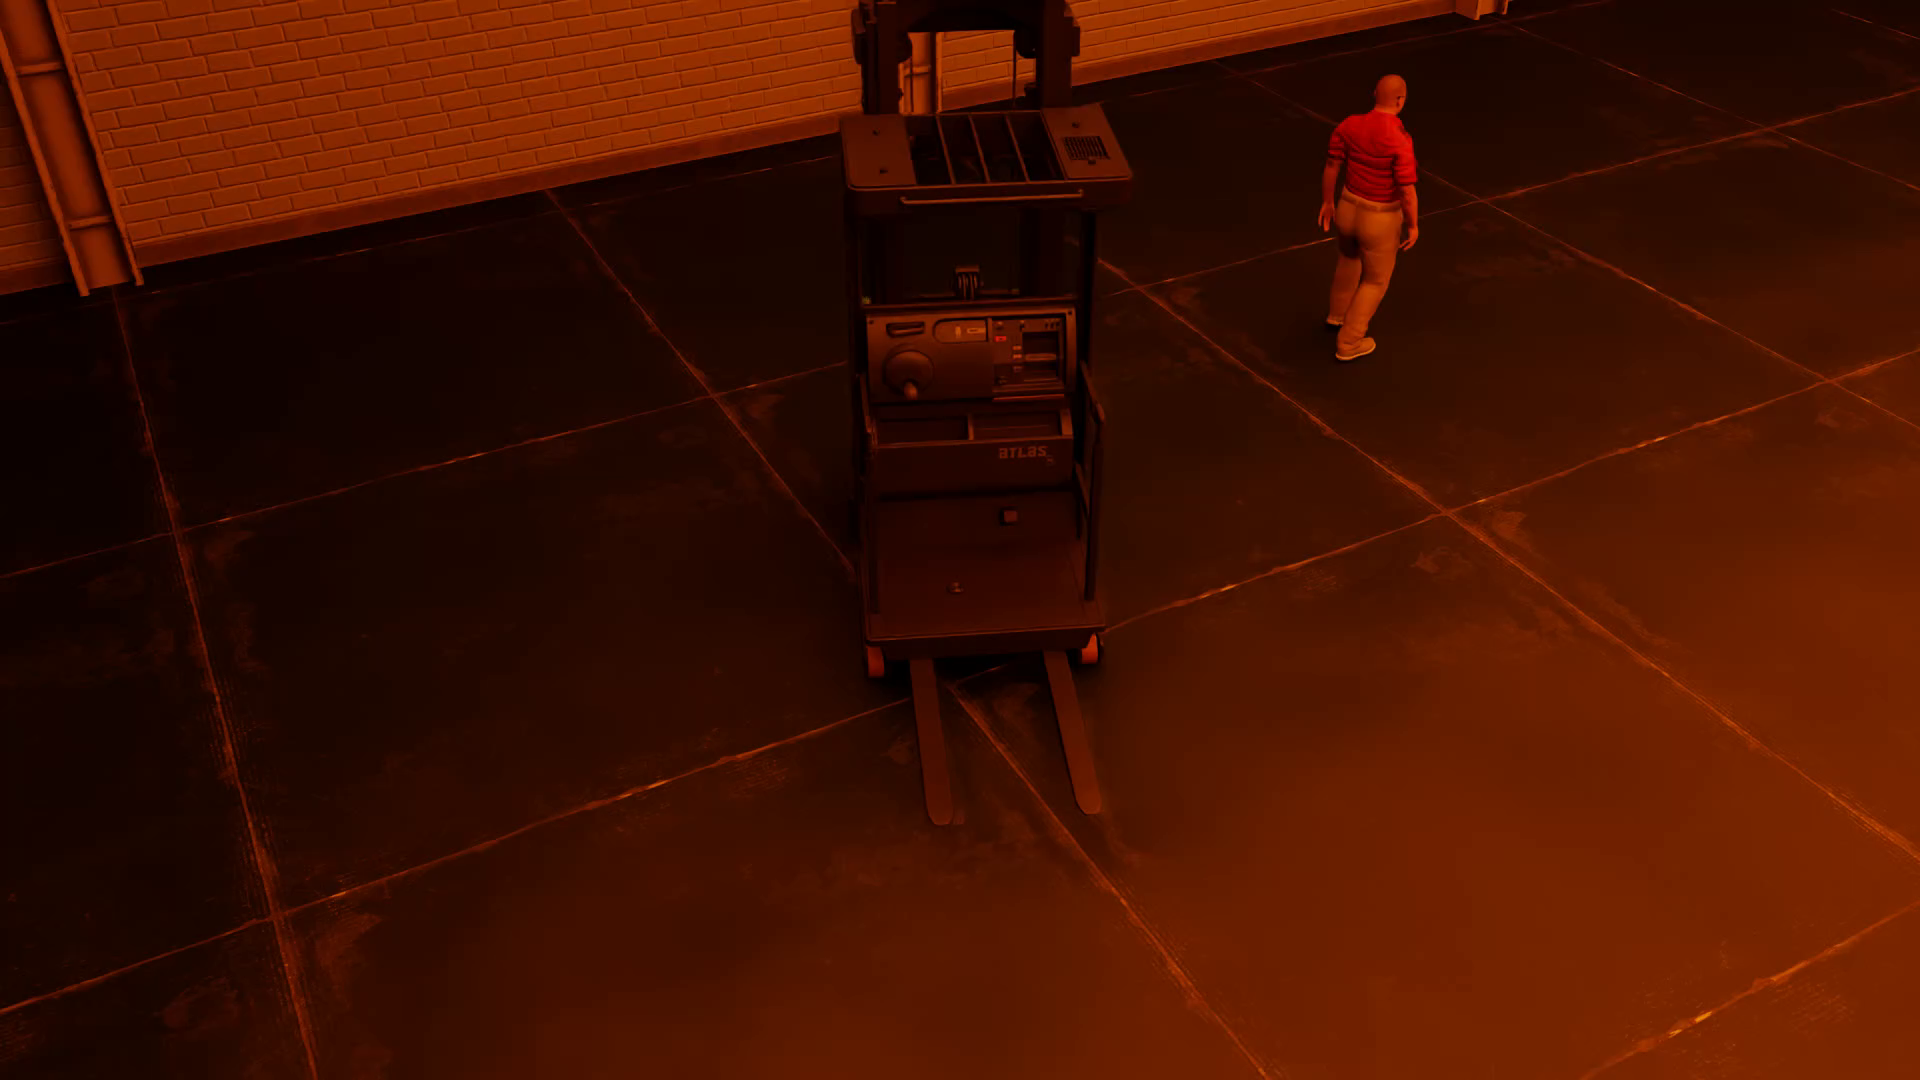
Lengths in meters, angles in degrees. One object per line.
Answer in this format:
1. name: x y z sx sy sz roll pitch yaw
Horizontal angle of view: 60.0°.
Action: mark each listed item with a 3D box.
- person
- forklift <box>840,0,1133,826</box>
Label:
1. person: 2.470 -1.916 9.948 0.562 1.775 0.641 -25 42 -31
2. forklift: 0.077 -0.760 7.199 1.130 2.935 3.031 -3 35 -5
